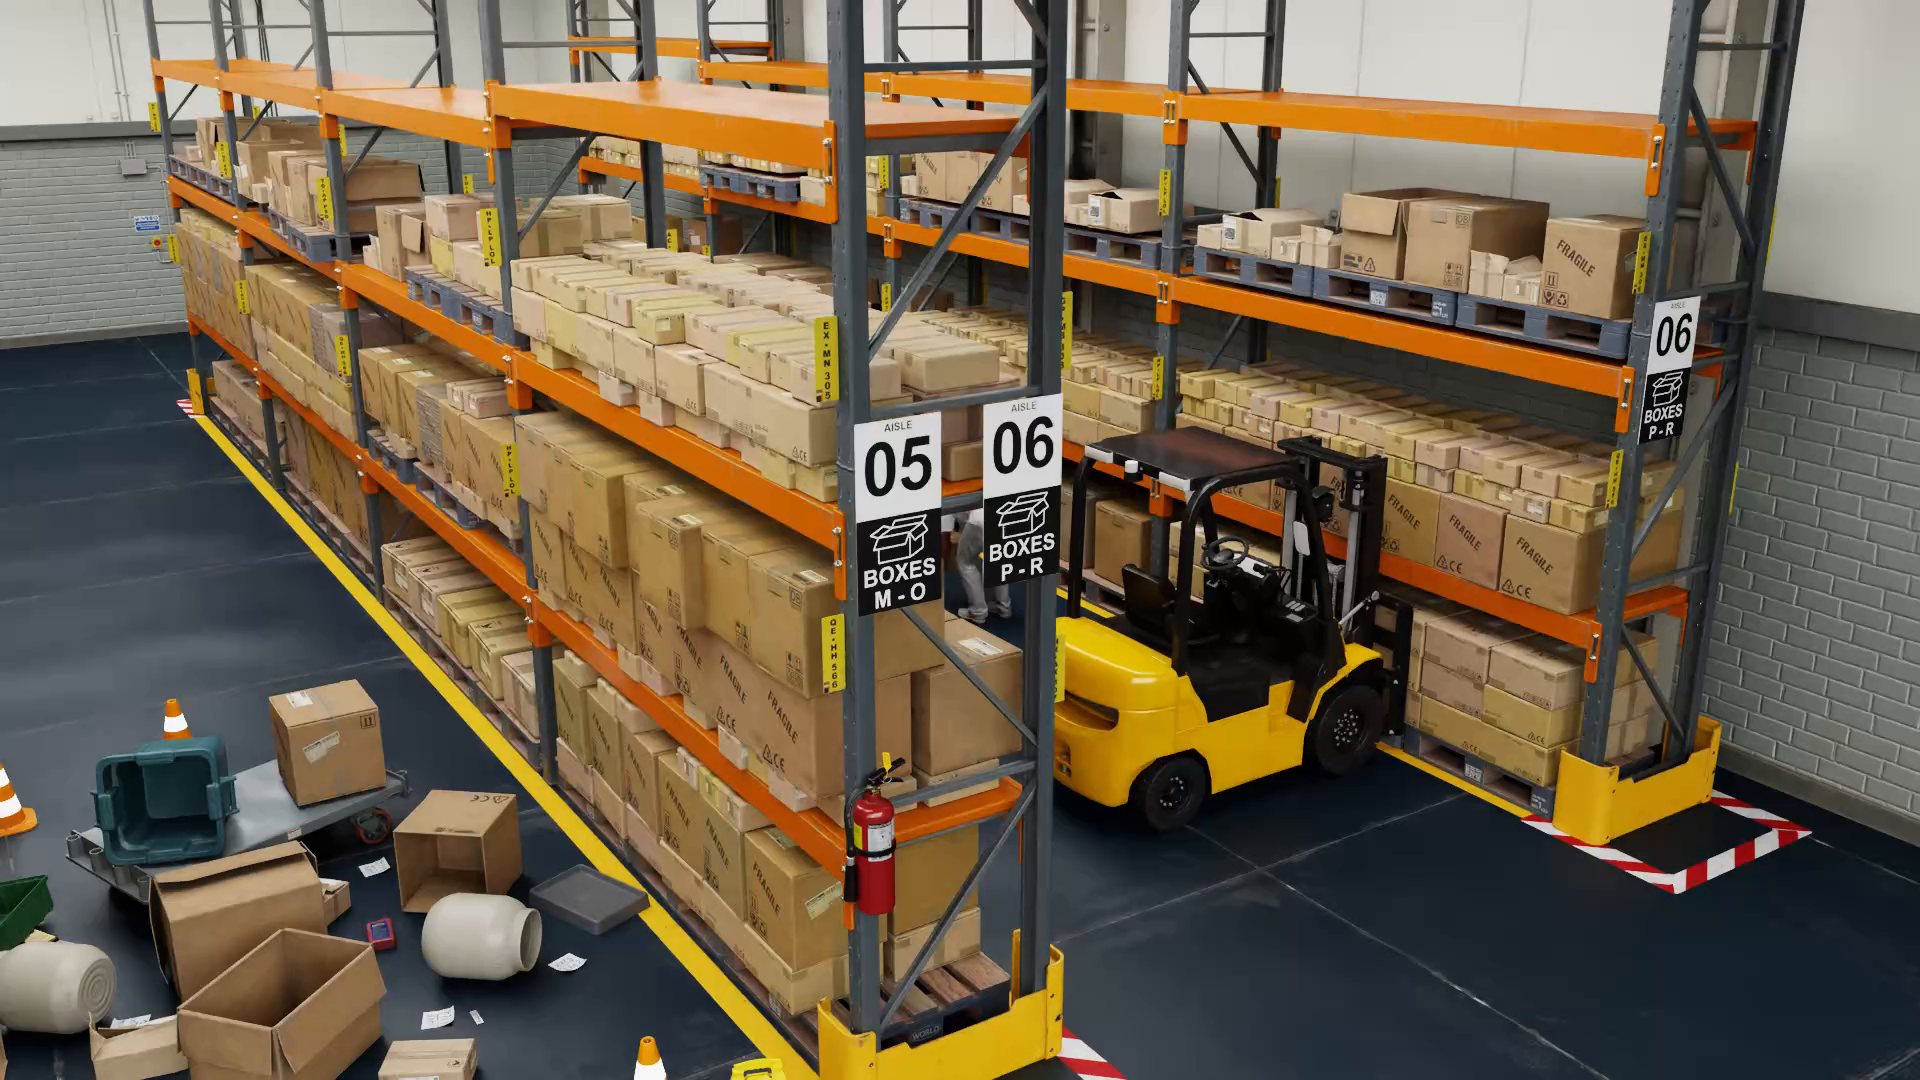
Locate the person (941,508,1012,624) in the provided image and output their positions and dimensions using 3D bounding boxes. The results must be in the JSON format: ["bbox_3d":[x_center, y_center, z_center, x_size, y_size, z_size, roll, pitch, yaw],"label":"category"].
[{"bbox_3d":[0.066,0.015,13.465,0.478,1.148,0.967,-12,22,-33],"label":"person"}]
